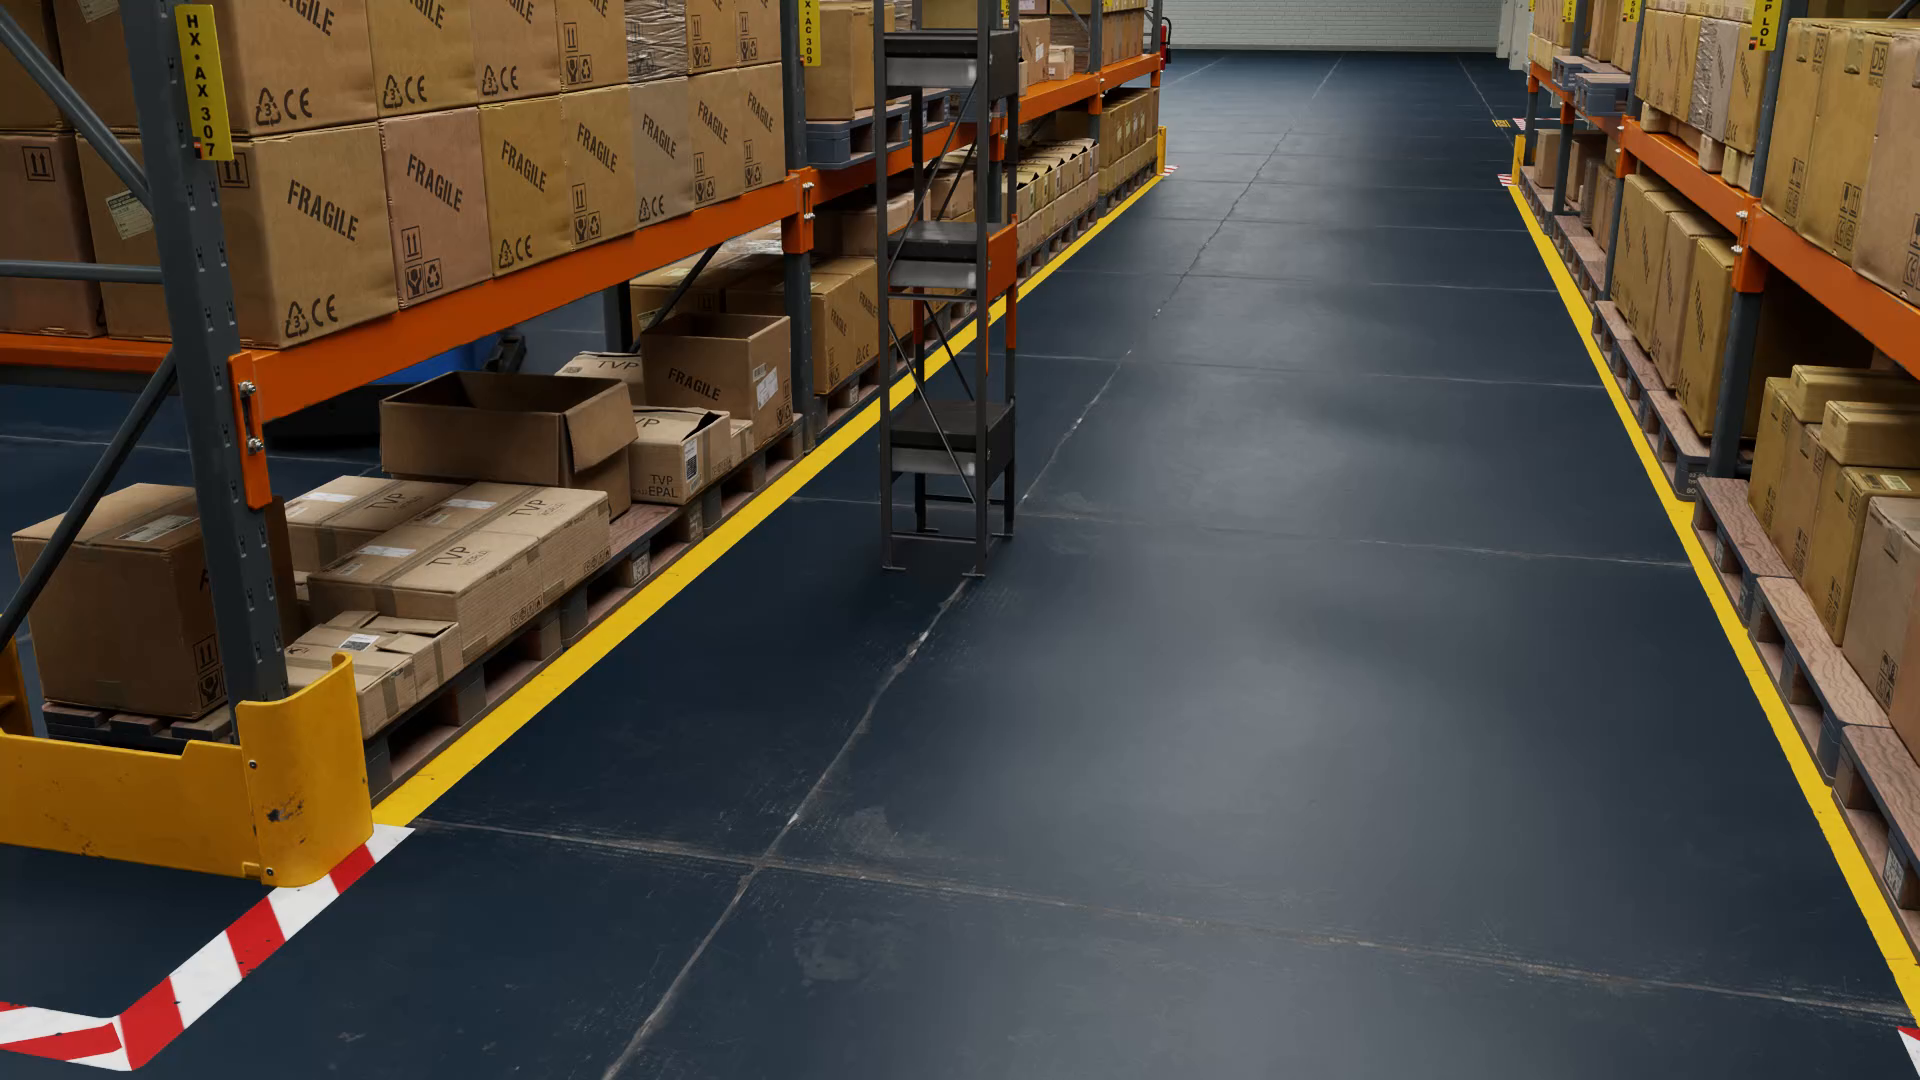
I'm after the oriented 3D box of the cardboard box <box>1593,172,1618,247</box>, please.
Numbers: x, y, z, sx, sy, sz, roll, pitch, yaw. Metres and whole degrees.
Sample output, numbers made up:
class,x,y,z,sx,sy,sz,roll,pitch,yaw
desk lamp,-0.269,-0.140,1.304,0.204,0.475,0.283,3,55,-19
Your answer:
class,x,y,z,sx,sy,sz,roll,pitch,yaw
cardboard box,5.163,-2.465,12.450,0.700,0.500,0.500,5,19,14

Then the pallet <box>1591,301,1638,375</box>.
class,x,y,z,sx,sy,sz,roll,pitch,yaw
pallet,4.325,-1.180,9.815,1.003,0.211,1.213,5,19,13

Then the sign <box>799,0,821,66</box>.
class,x,y,z,sx,sy,sz,roll,pitch,yaw
sign,-0.663,-2.246,7.284,0.100,0.325,0.005,5,19,13

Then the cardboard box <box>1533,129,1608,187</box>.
class,x,y,z,sx,sy,sz,roll,pitch,yaw
cardboard box,5.922,-3.659,15.946,0.700,0.500,0.500,3,19,10

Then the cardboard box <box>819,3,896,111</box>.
class,x,y,z,sx,sy,sz,roll,pitch,yaw
cardboard box,-0.752,-2.474,8.487,0.700,0.500,0.500,8,20,22

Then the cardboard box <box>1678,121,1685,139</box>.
class,x,y,z,sx,sy,sz,roll,pitch,yaw
cardboard box,4.072,-2.221,8.906,0.380,0.149,0.250,5,20,15

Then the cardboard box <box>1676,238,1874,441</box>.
class,x,y,z,sx,sy,sz,roll,pitch,yaw
cardboard box,3.646,-0.882,7.306,0.750,0.750,0.750,5,19,14

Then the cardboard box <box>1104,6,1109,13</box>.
class,x,y,z,sx,sy,sz,roll,pitch,yaw
cardboard box,1.203,-5.050,15.672,0.380,0.149,0.250,4,19,13

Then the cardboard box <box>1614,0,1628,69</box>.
class,x,y,z,sx,sy,sz,roll,pitch,yaw
cardboard box,4.979,-3.536,11.565,0.700,0.500,0.500,5,19,13

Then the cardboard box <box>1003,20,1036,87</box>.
class,x,y,z,sx,sy,sz,roll,pitch,yaw
cardboard box,0.309,-3.870,13.223,0.500,0.500,0.500,5,19,13

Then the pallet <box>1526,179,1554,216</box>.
class,x,y,z,sx,sy,sz,roll,pitch,yaw
pallet,5.994,-3.272,15.939,1.003,0.211,1.213,5,19,13

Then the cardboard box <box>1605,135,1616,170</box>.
class,x,y,z,sx,sy,sz,roll,pitch,yaw
cardboard box,5.300,-3.004,12.869,0.500,0.250,0.500,4,19,12

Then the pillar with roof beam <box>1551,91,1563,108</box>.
class,x,y,z,sx,sy,sz,roll,pitch,yaw
pillar with roof beam,5.971,-11.900,27.607,9.100,9.000,0.400,5,19,13

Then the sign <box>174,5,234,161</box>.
class,x,y,z,sx,sy,sz,roll,pitch,yaw
sign,-1.642,-0.990,3.606,0.100,0.325,0.005,5,19,13

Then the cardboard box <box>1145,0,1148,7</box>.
class,x,y,z,sx,sy,sz,roll,pitch,yaw
cardboard box,1.833,-5.858,18.038,0.380,0.149,0.250,4,19,12

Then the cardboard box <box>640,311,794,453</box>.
class,x,y,z,sx,sy,sz,roll,pitch,yaw
cardboard box,-1.055,-0.701,7.286,0.500,0.500,0.500,5,19,13

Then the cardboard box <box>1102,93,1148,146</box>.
class,x,y,z,sx,sy,sz,roll,pitch,yaw
cardboard box,1.669,-4.384,17.327,0.500,0.500,0.500,5,19,13

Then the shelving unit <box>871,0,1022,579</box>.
class,x,y,z,sx,sy,sz,roll,pitch,yaw
shelving unit,-0.040,-0.942,6.196,0.431,2.100,0.503,5,19,13

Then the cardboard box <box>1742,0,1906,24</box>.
class,x,y,z,sx,sy,sz,roll,pitch,yaw
cardboard box,3.480,-2.206,6.699,0.500,0.250,0.500,5,20,15

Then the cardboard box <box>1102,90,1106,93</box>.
class,x,y,z,sx,sy,sz,roll,pitch,yaw
cardboard box,1.274,-4.583,17.909,0.500,0.500,0.500,5,19,13

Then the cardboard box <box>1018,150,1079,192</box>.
class,x,y,z,sx,sy,sz,roll,pitch,yaw
cardboard box,0.698,-3.078,13.795,0.500,0.311,0.500,5,19,13

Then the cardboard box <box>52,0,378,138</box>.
class,x,y,z,sx,sy,sz,roll,pitch,yaw
cardboard box,-1.804,-1.262,4.040,0.500,0.500,0.500,5,20,15

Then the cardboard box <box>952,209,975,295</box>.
class,x,y,z,sx,sy,sz,roll,pitch,yaw
cardboard box,-0.214,-1.844,10.633,0.500,0.500,0.500,5,20,16

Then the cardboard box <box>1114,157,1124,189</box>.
class,x,y,z,sx,sy,sz,roll,pitch,yaw
cardboard box,1.298,-3.560,16.073,0.500,0.250,0.500,5,19,13

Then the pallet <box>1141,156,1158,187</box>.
class,x,y,z,sx,sy,sz,roll,pitch,yaw
pallet,1.595,-4.076,18.293,1.003,0.211,1.213,5,19,13

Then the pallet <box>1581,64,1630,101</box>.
class,x,y,z,sx,sy,sz,roll,pitch,yaw
pallet,5.035,-3.274,11.928,1.003,0.211,1.213,5,19,13

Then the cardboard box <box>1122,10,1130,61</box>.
class,x,y,z,sx,sy,sz,roll,pitch,yaw
cardboard box,1.364,-5.220,17.175,0.700,0.500,0.500,5,19,14

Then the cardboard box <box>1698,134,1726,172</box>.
class,x,y,z,sx,sy,sz,roll,pitch,yaw
cardboard box,3.575,-1.752,7.533,0.380,0.149,0.250,5,19,13

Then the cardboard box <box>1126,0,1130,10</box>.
class,x,y,z,sx,sy,sz,roll,pitch,yaw
cardboard box,1.518,-5.452,16.849,0.380,0.149,0.250,5,20,15

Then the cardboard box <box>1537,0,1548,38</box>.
class,x,y,z,sx,sy,sz,roll,pitch,yaw
cardboard box,5.875,-5.100,16.019,0.500,0.500,0.500,4,19,12

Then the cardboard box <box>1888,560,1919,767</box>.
class,x,y,z,sx,sy,sz,roll,pitch,yaw
cardboard box,2.833,0.367,4.190,0.700,0.500,0.500,5,19,13

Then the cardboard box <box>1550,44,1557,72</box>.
class,x,y,z,sx,sy,sz,roll,pitch,yaw
cardboard box,5.520,-4.261,14.722,0.500,0.250,0.500,5,19,14

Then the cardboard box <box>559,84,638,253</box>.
class,x,y,z,sx,sy,sz,roll,pitch,yaw
cardboard box,-1.434,-1.265,5.594,0.500,0.500,0.500,5,19,14

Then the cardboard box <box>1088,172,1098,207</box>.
class,x,y,z,sx,sy,sz,roll,pitch,yaw
cardboard box,0.944,-3.129,14.812,0.500,0.250,0.500,4,19,13

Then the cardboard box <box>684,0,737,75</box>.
class,x,y,z,sx,sy,sz,roll,pitch,yaw
cardboard box,-1.186,-2.058,6.370,0.500,0.500,0.500,4,19,12

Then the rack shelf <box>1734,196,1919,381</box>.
class,x,y,z,sx,sy,sz,roll,pitch,yaw
rack shelf,3.125,-0.520,4.681,1.077,0.370,4.000,5,19,13

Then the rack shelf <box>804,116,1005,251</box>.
class,x,y,z,sx,sy,sz,roll,pitch,yaw
rack shelf,-0.702,-2.163,9.493,1.077,0.370,4.000,5,19,13

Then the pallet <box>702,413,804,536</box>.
class,x,y,z,sx,sy,sz,roll,pitch,yaw
pallet,-1.360,-0.342,7.363,1.003,0.211,1.213,5,19,13

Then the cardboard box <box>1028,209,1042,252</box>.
class,x,y,z,sx,sy,sz,roll,pitch,yaw
cardboard box,0.321,-2.327,12.463,0.500,0.250,0.500,4,19,12

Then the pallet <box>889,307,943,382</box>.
class,x,y,z,sx,sy,sz,roll,pitch,yaw
pallet,-0.733,-1.199,9.871,1.003,0.211,1.213,5,19,13

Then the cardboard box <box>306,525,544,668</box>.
class,x,y,z,sx,sy,sz,roll,pitch,yaw
cardboard box,-1.638,0.165,5.137,0.500,0.250,0.500,5,19,13

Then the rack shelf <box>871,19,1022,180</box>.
class,x,y,z,sx,sy,sz,roll,pitch,yaw
rack shelf,-0.040,-1.591,5.974,0.431,0.518,0.480,5,19,13

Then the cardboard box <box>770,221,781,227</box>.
class,x,y,z,sx,sy,sz,roll,pitch,yaw
cardboard box,-0.852,-1.714,10.253,0.500,0.500,0.500,4,19,13

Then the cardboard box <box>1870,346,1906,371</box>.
class,x,y,z,sx,sy,sz,roll,pitch,yaw
cardboard box,3.560,-0.613,6.056,0.380,0.149,0.250,5,19,13

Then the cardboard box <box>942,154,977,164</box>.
class,x,y,z,sx,sy,sz,roll,pitch,yaw
cardboard box,0.047,-2.955,13.436,0.500,0.311,0.500,5,20,15

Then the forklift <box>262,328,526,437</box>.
class,x,y,z,sx,sy,sz,roll,pitch,yaw
forklift,-3.047,-2.310,8.915,1.130,2.935,3.031,-3,19,-8

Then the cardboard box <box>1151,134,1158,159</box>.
class,x,y,z,sx,sy,sz,roll,pitch,yaw
cardboard box,1.897,-4.344,18.370,0.500,0.250,0.500,5,19,13

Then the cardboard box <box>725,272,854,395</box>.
class,x,y,z,sx,sy,sz,roll,pitch,yaw
cardboard box,-0.836,-1.035,8.262,0.500,0.500,0.500,4,19,11

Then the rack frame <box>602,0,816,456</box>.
class,x,y,z,sx,sy,sz,roll,pitch,yaw
rack frame,-1.191,-1.877,7.542,1.000,3.000,0.127,5,19,13

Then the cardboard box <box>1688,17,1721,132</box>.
class,x,y,z,sx,sy,sz,roll,pitch,yaw
cardboard box,3.728,-2.166,7.744,0.500,0.500,0.500,5,19,13

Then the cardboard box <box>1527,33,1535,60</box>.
class,x,y,z,sx,sy,sz,roll,pitch,yaw
cardboard box,6.118,-5.059,17.058,0.500,0.250,0.500,4,19,12

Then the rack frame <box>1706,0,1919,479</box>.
class,x,y,z,sx,sy,sz,roll,pitch,yaw
rack frame,3.614,-1.487,6.400,1.000,3.000,0.127,5,19,13
